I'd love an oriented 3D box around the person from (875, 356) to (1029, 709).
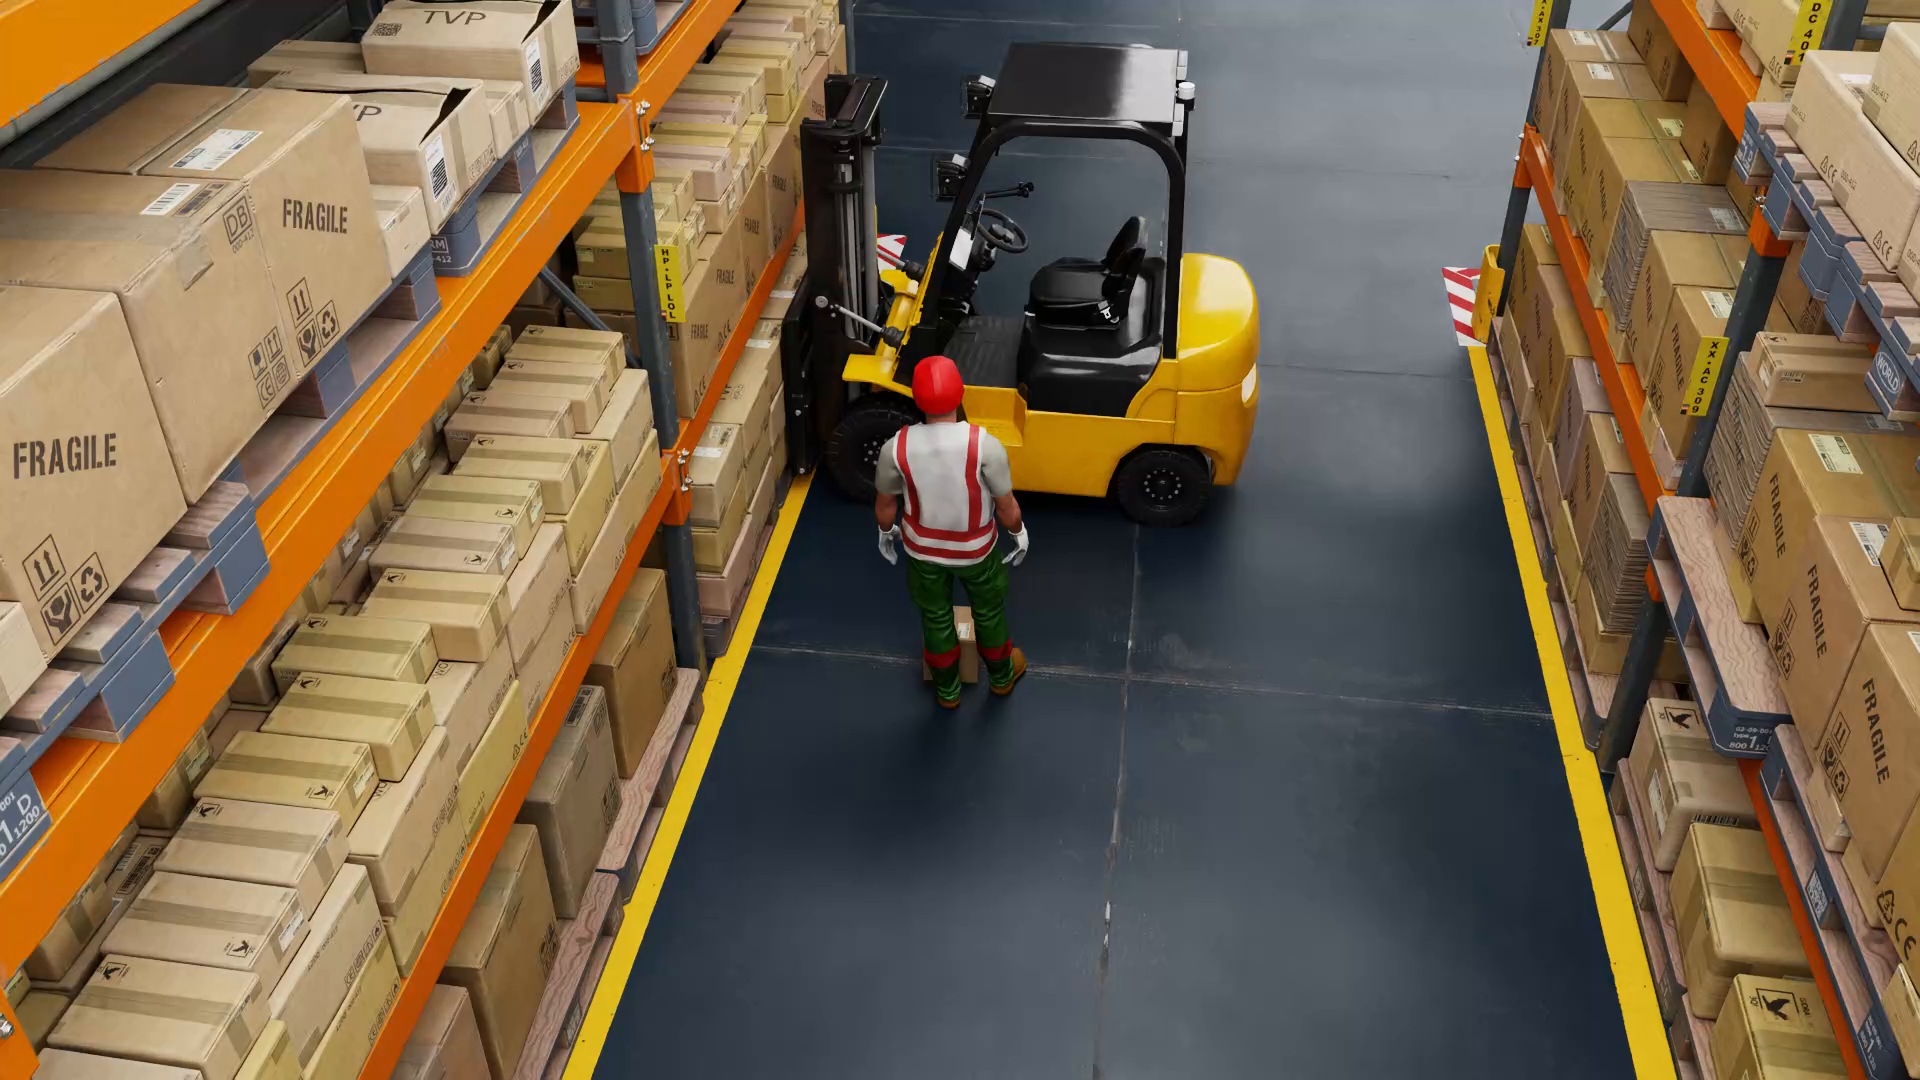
[{"bbox_3d":[-0.023,-0.038,7.057,0.637,1.787,0.565,4,36,6],"label":"person"}]
